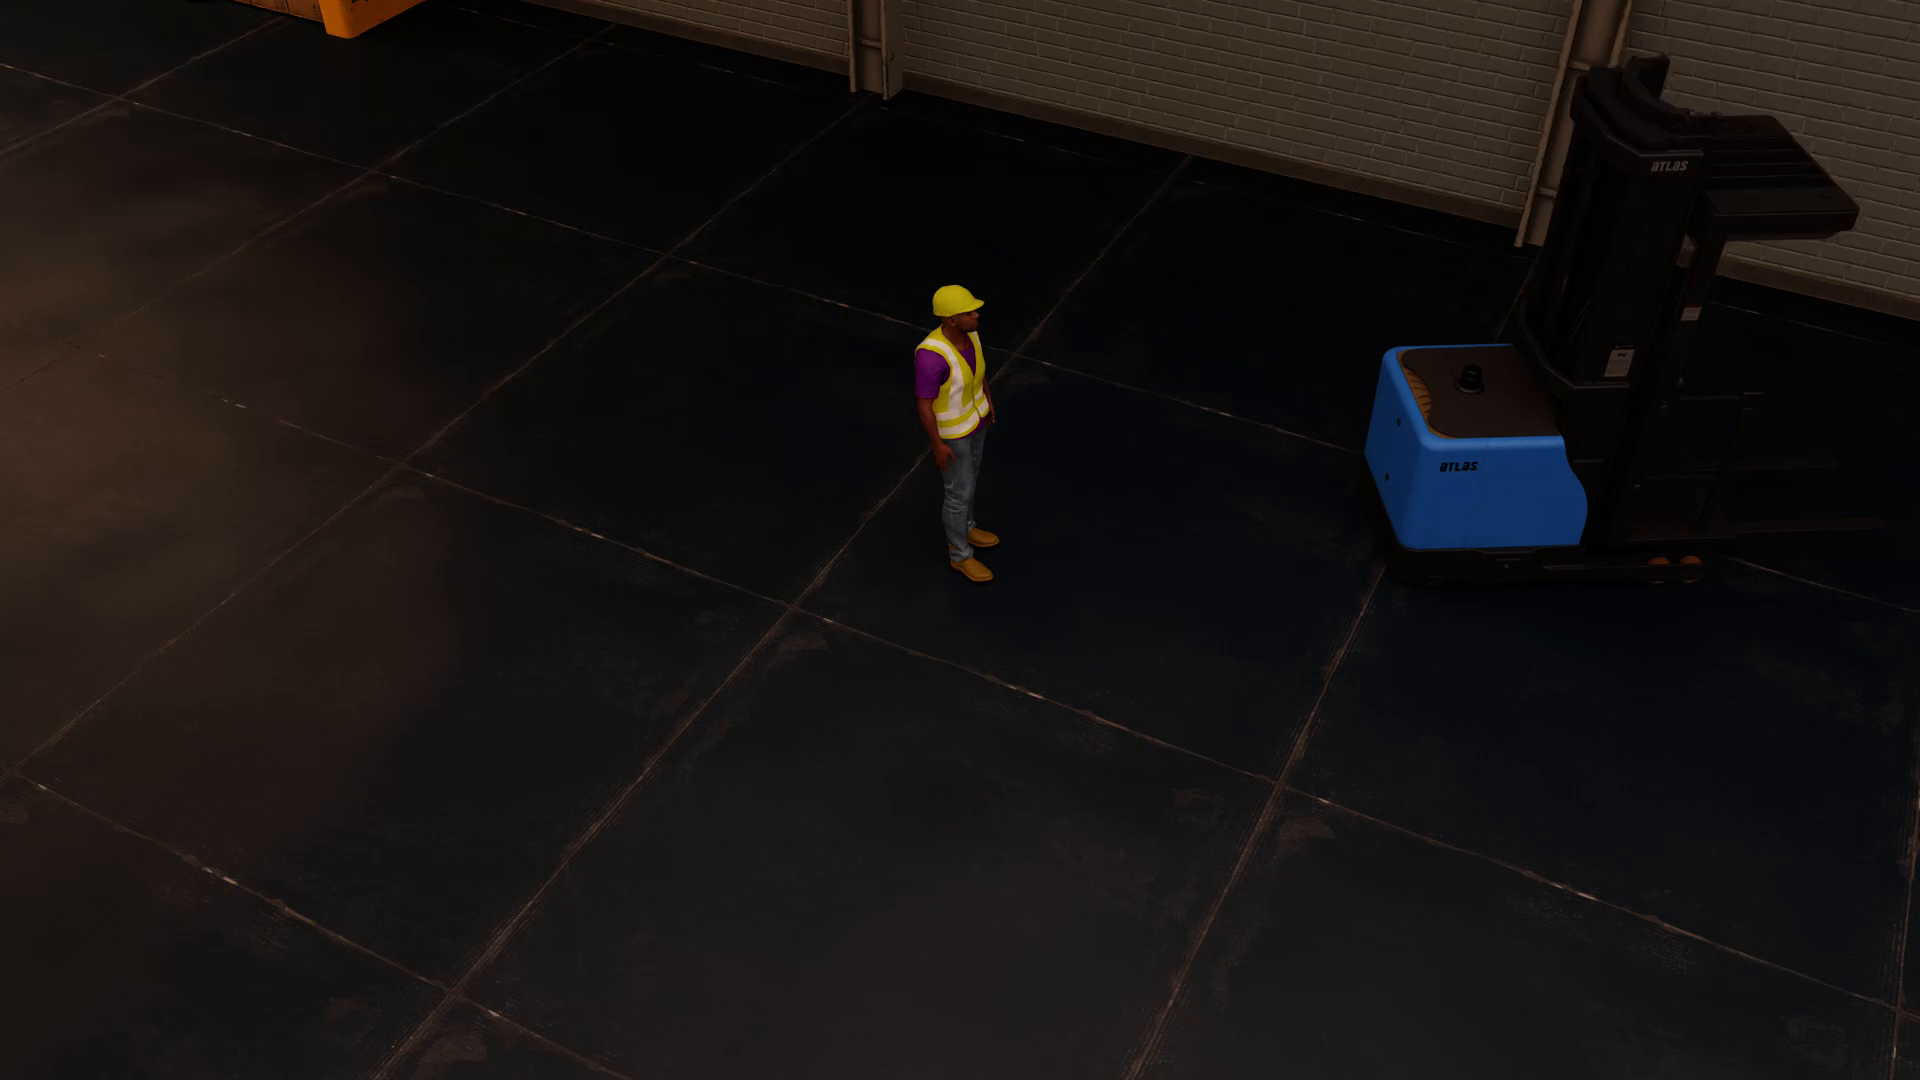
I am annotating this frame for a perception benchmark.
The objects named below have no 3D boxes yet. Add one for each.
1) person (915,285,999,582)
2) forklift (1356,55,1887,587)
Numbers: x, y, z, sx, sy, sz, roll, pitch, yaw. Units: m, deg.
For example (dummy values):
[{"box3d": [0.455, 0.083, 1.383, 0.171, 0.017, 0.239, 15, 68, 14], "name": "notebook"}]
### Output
[{"box3d": [0.060, -0.657, 9.660, 0.575, 1.768, 0.666, 18, 43, 21], "name": "person"}, {"box3d": [4.055, -1.199, 9.410, 3.031, 2.935, 1.130, -2, 40, -2], "name": "forklift"}]
